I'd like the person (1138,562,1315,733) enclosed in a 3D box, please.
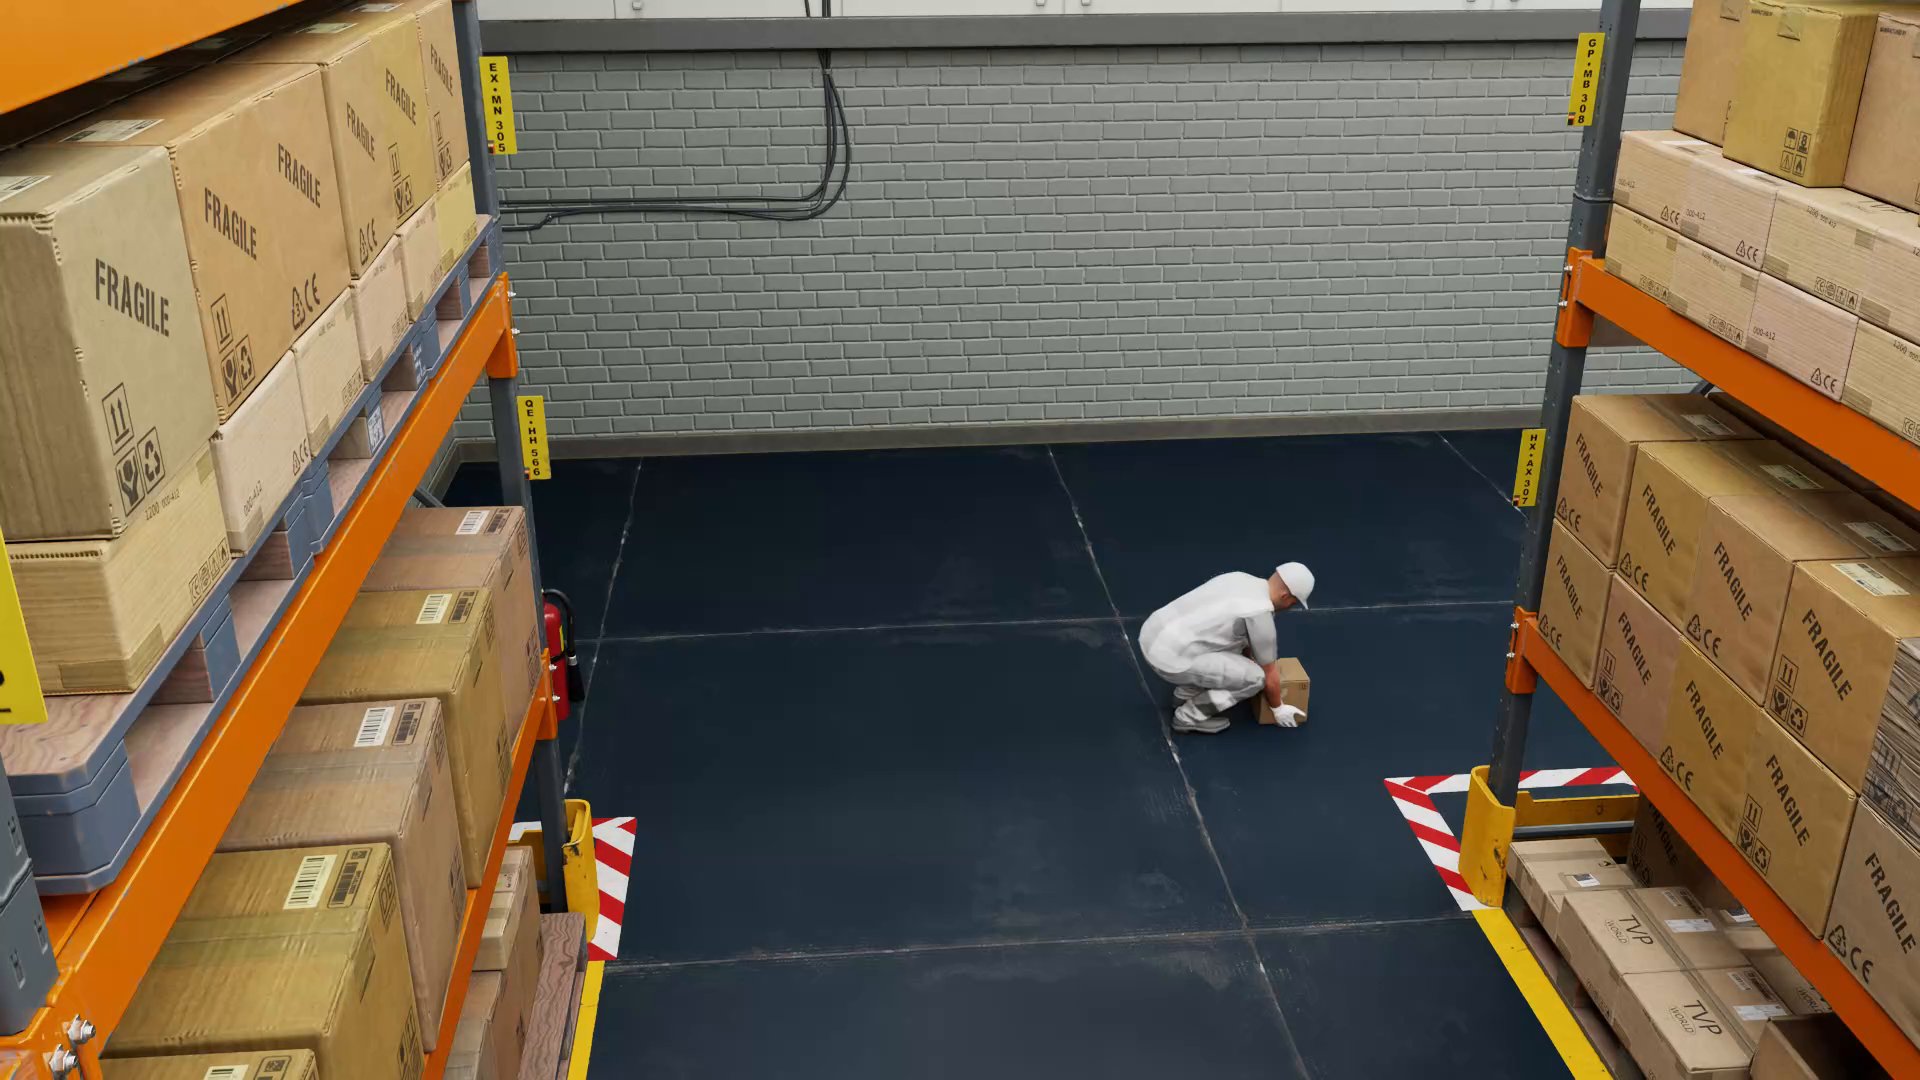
[{"bbox_3d":[1.368,0.557,8.558,0.899,0.883,0.558,-2,24,-5],"label":"person"}]
